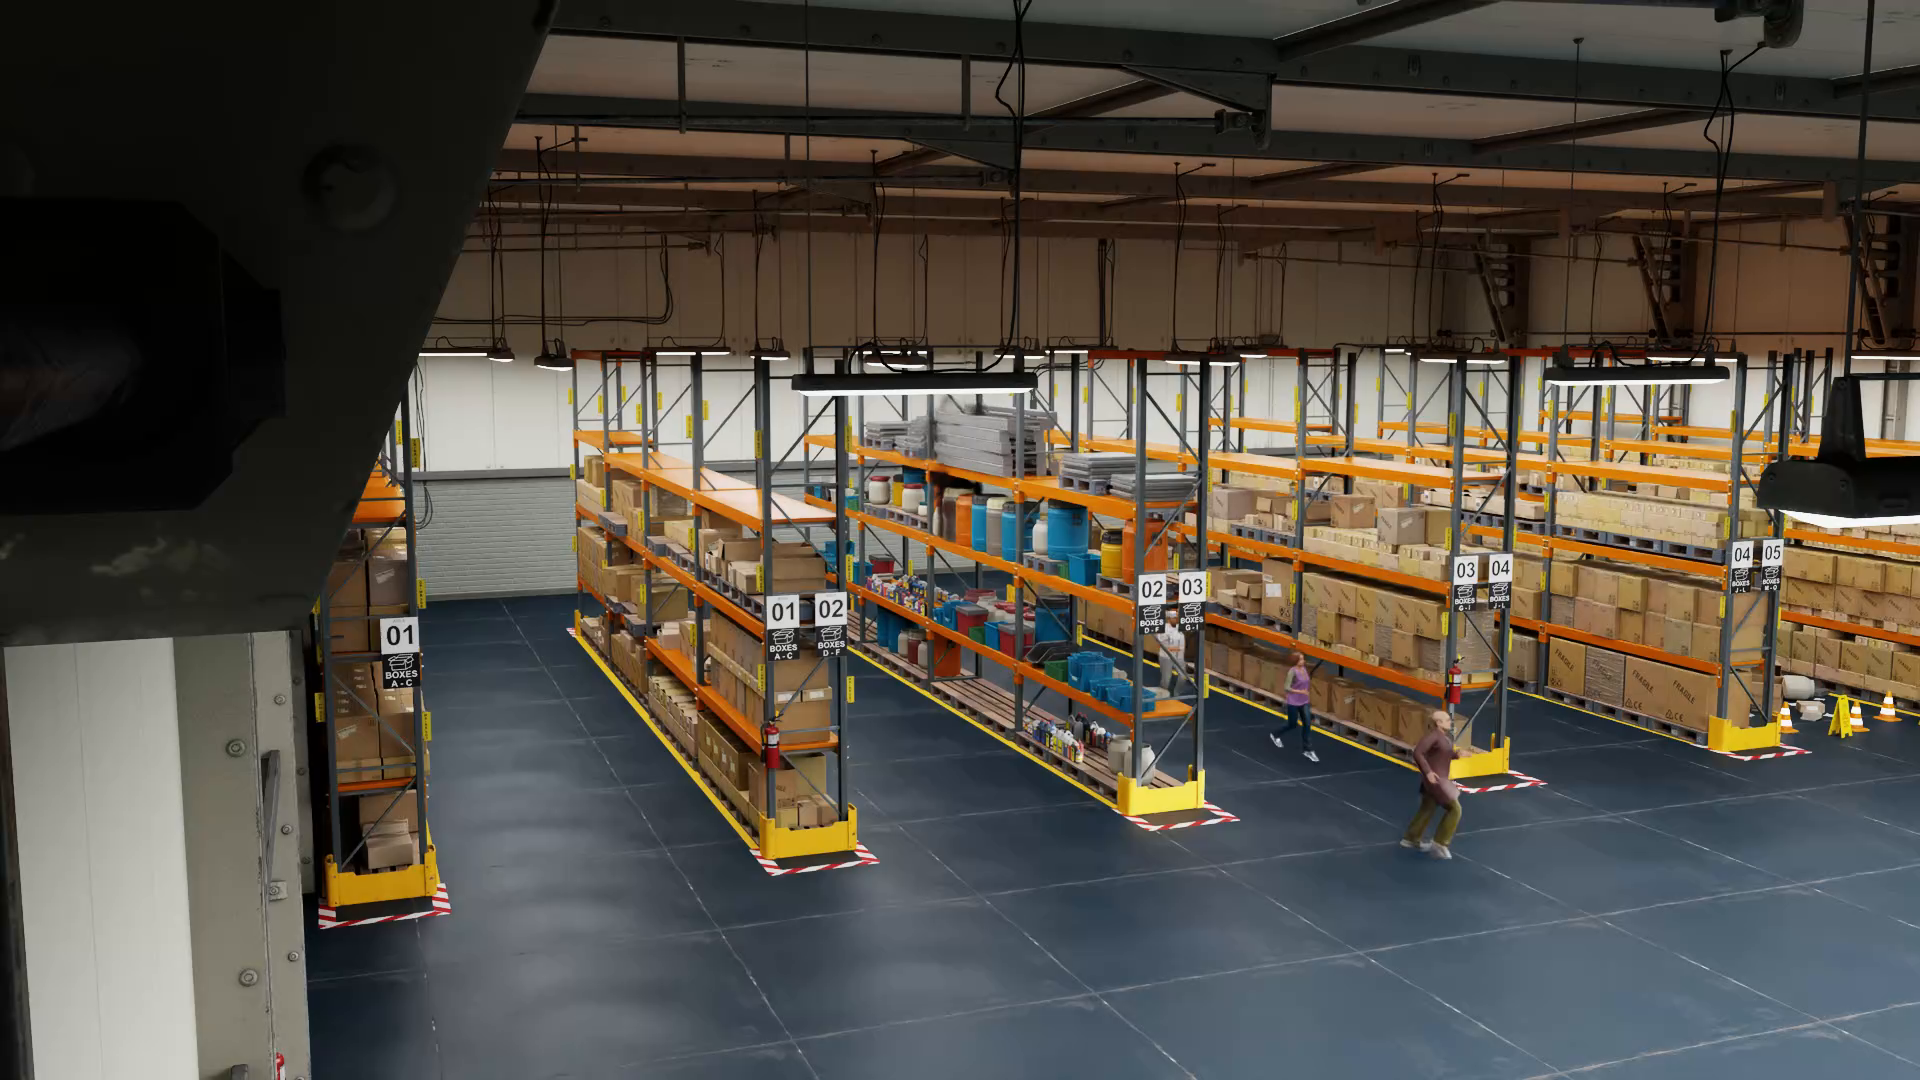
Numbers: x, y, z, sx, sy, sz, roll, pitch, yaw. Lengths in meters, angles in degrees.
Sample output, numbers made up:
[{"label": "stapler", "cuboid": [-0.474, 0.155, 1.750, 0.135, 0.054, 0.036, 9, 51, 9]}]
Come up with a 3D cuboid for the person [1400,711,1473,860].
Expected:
[{"label": "person", "cuboid": [5.789, 2.991, 20.183, 0.820, 1.802, 0.666, 2, 7, 14]}]

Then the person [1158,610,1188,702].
[{"label": "person", "cuboid": [3.620, 2.031, 28.194, 0.619, 1.711, 0.691, -3, 8, -23]}]

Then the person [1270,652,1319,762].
[{"label": "person", "cuboid": [5.013, 2.451, 24.838, 0.538, 1.605, 0.877, -5, 9, -38]}]
